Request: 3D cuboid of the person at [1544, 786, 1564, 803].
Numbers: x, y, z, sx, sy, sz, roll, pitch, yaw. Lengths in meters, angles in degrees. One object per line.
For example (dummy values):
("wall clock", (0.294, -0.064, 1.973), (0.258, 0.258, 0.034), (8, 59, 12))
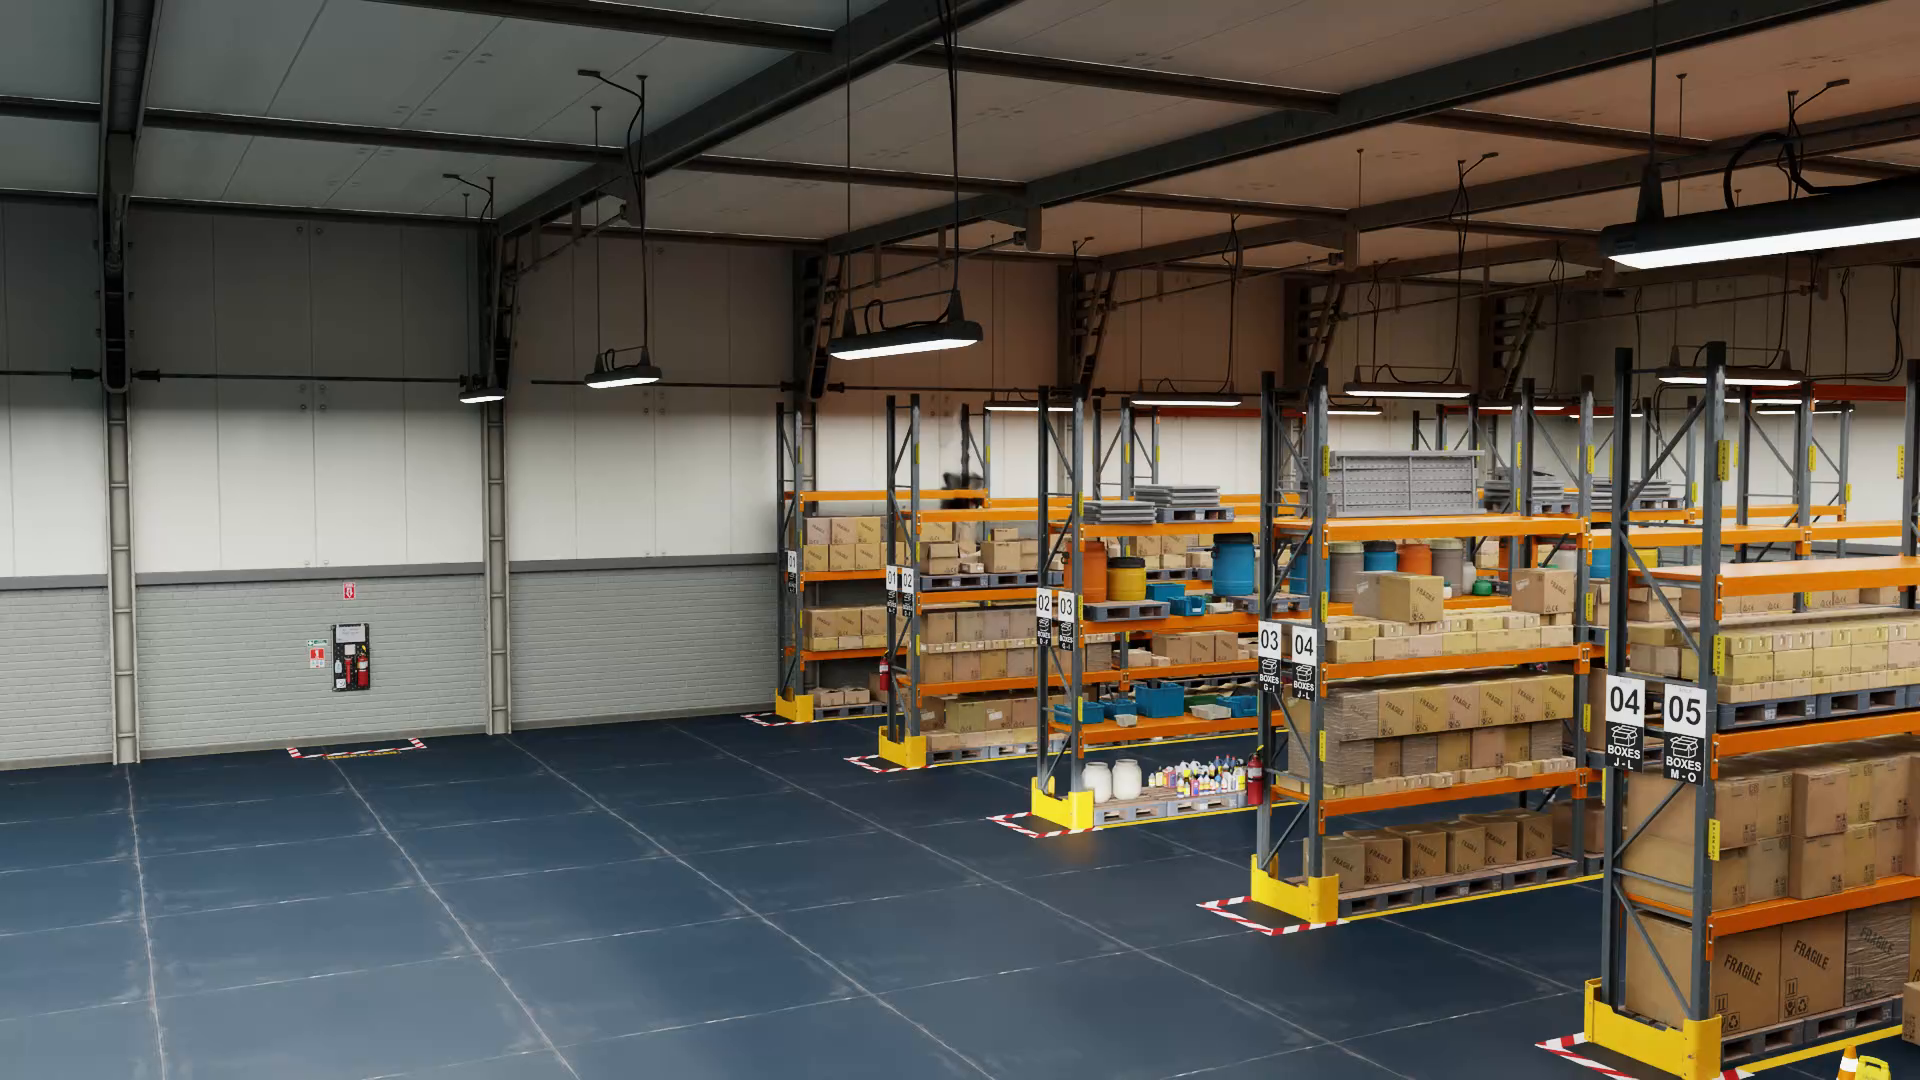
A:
("person", (8.619, 2.905, 24.328), (0.840, 1.856, 0.709), (-2, 4, -37))
